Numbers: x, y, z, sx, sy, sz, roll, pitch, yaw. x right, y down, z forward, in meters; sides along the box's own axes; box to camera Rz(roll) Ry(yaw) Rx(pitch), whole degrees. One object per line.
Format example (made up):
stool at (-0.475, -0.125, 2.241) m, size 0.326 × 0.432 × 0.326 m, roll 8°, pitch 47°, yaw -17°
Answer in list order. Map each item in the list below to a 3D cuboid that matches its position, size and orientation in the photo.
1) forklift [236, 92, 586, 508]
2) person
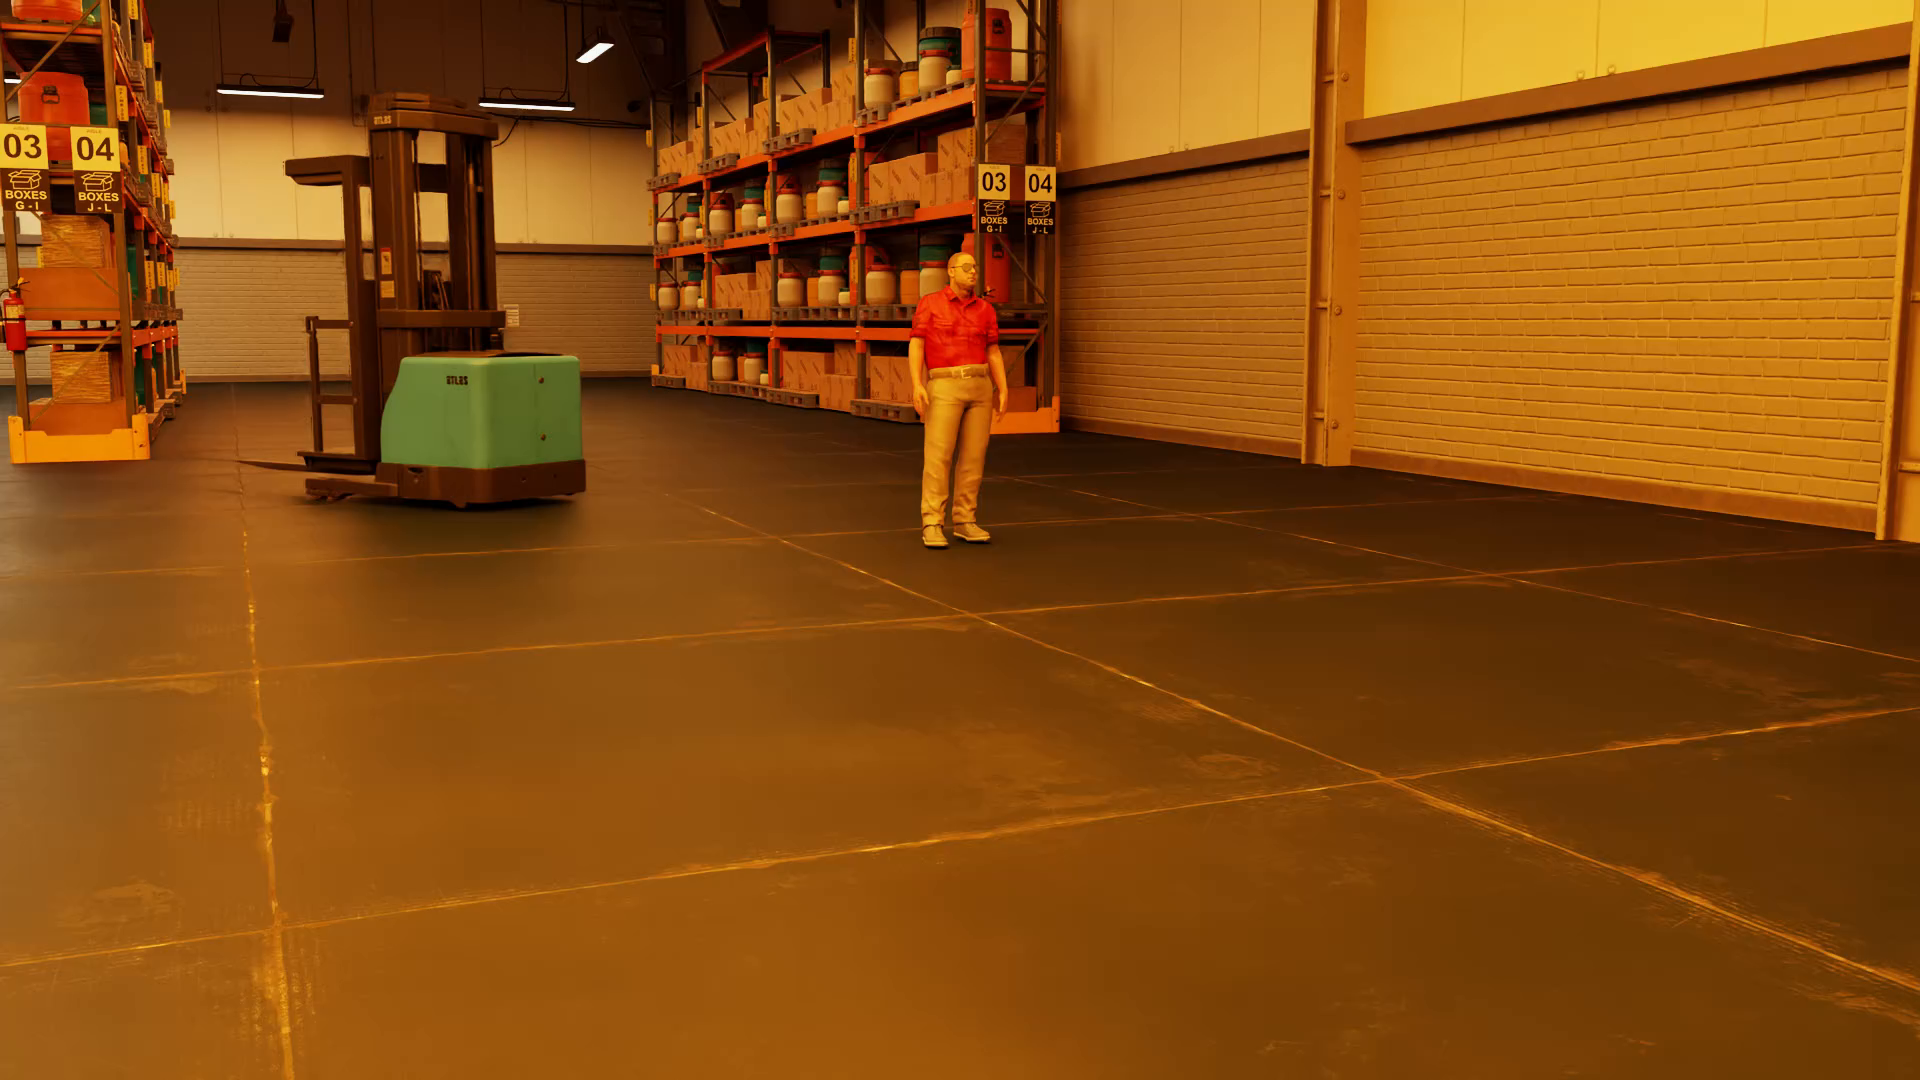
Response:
forklift at (-4.298, -1.793, 12.543) m, size 3.031 × 2.935 × 1.130 m, roll 5°, pitch 9°, yaw 32°
person at (0.024, -0.853, 9.954) m, size 0.640 × 1.727 × 0.551 m, roll -3°, pitch 8°, yaw -23°
